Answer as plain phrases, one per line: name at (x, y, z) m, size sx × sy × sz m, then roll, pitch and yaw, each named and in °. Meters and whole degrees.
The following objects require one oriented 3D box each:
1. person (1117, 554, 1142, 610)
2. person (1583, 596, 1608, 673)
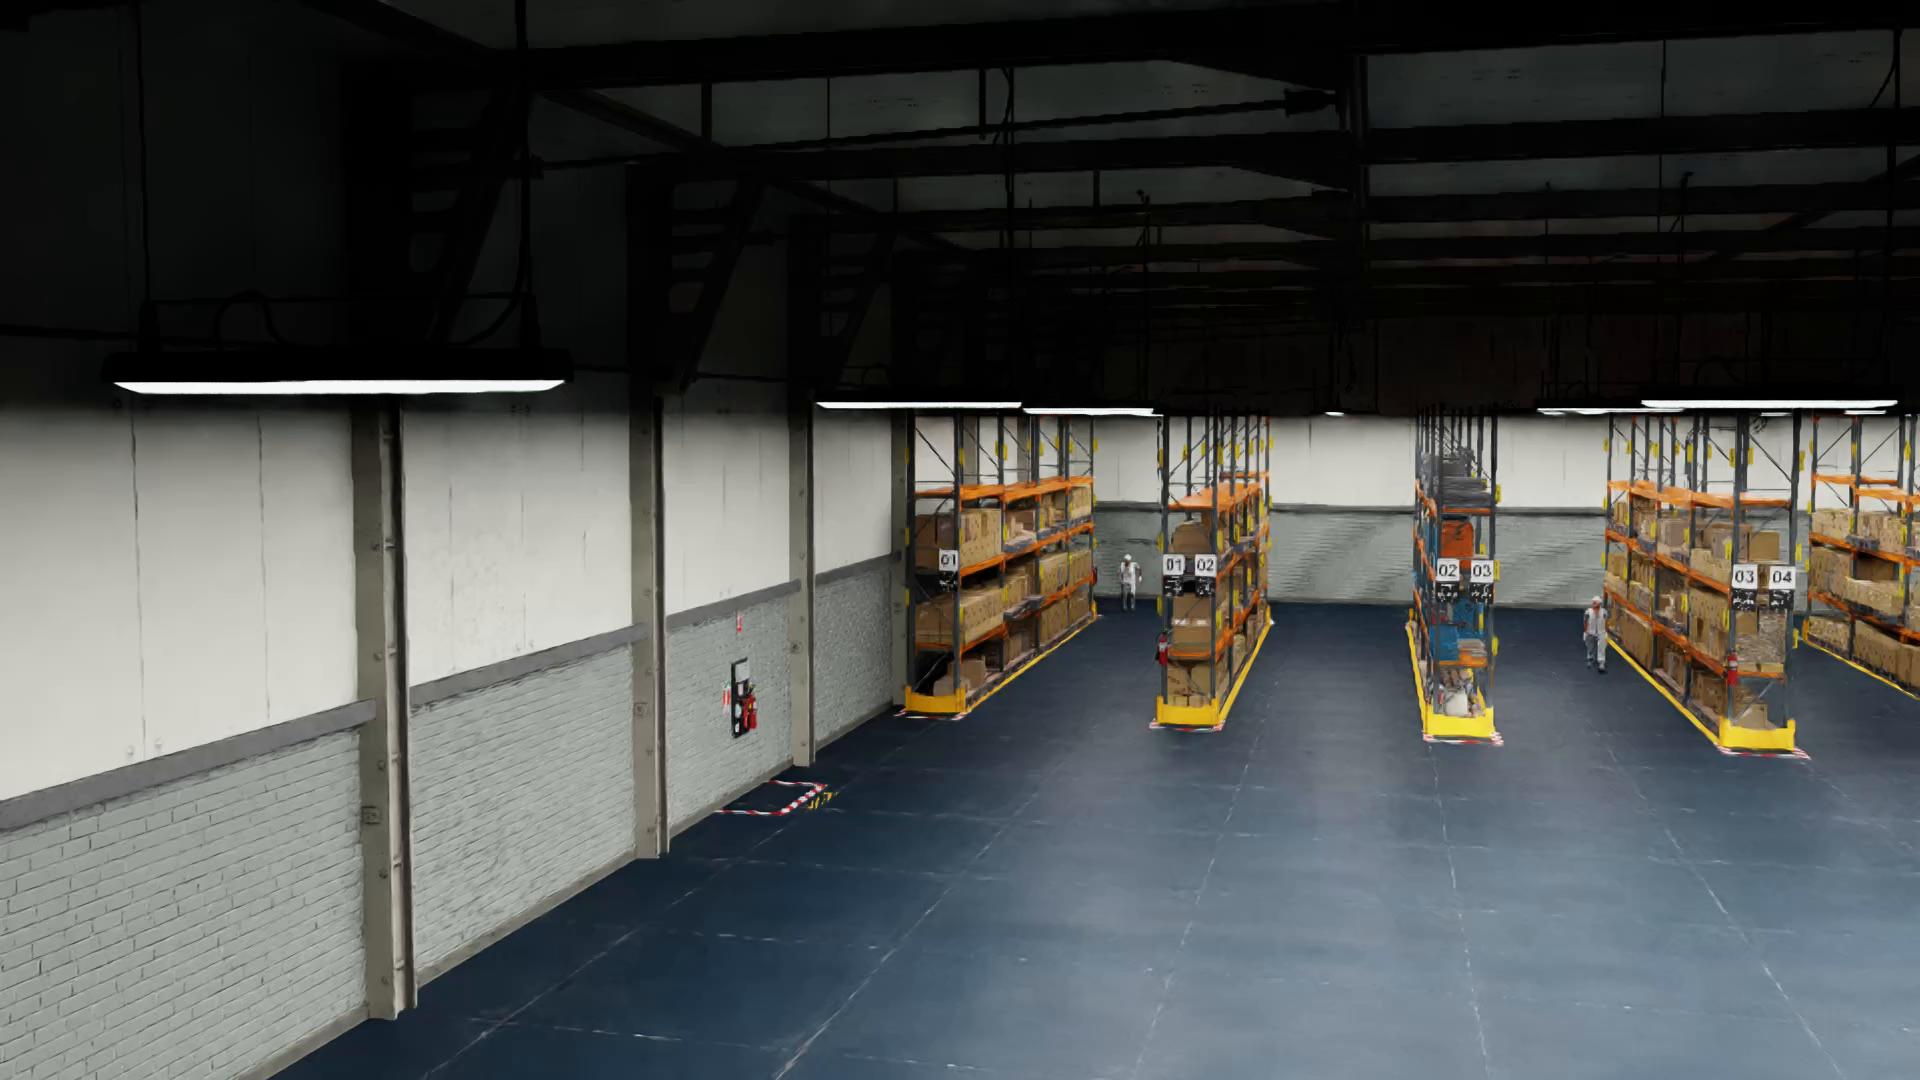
person at (5.043, 1.265, 49.667) m, size 0.704 × 1.707 × 0.791 m, roll 1°, pitch 4°, yaw 19°
person at (14.404, 2.111, 37.686) m, size 0.553 × 1.709 × 1.123 m, roll 1°, pitch 4°, yaw 16°
